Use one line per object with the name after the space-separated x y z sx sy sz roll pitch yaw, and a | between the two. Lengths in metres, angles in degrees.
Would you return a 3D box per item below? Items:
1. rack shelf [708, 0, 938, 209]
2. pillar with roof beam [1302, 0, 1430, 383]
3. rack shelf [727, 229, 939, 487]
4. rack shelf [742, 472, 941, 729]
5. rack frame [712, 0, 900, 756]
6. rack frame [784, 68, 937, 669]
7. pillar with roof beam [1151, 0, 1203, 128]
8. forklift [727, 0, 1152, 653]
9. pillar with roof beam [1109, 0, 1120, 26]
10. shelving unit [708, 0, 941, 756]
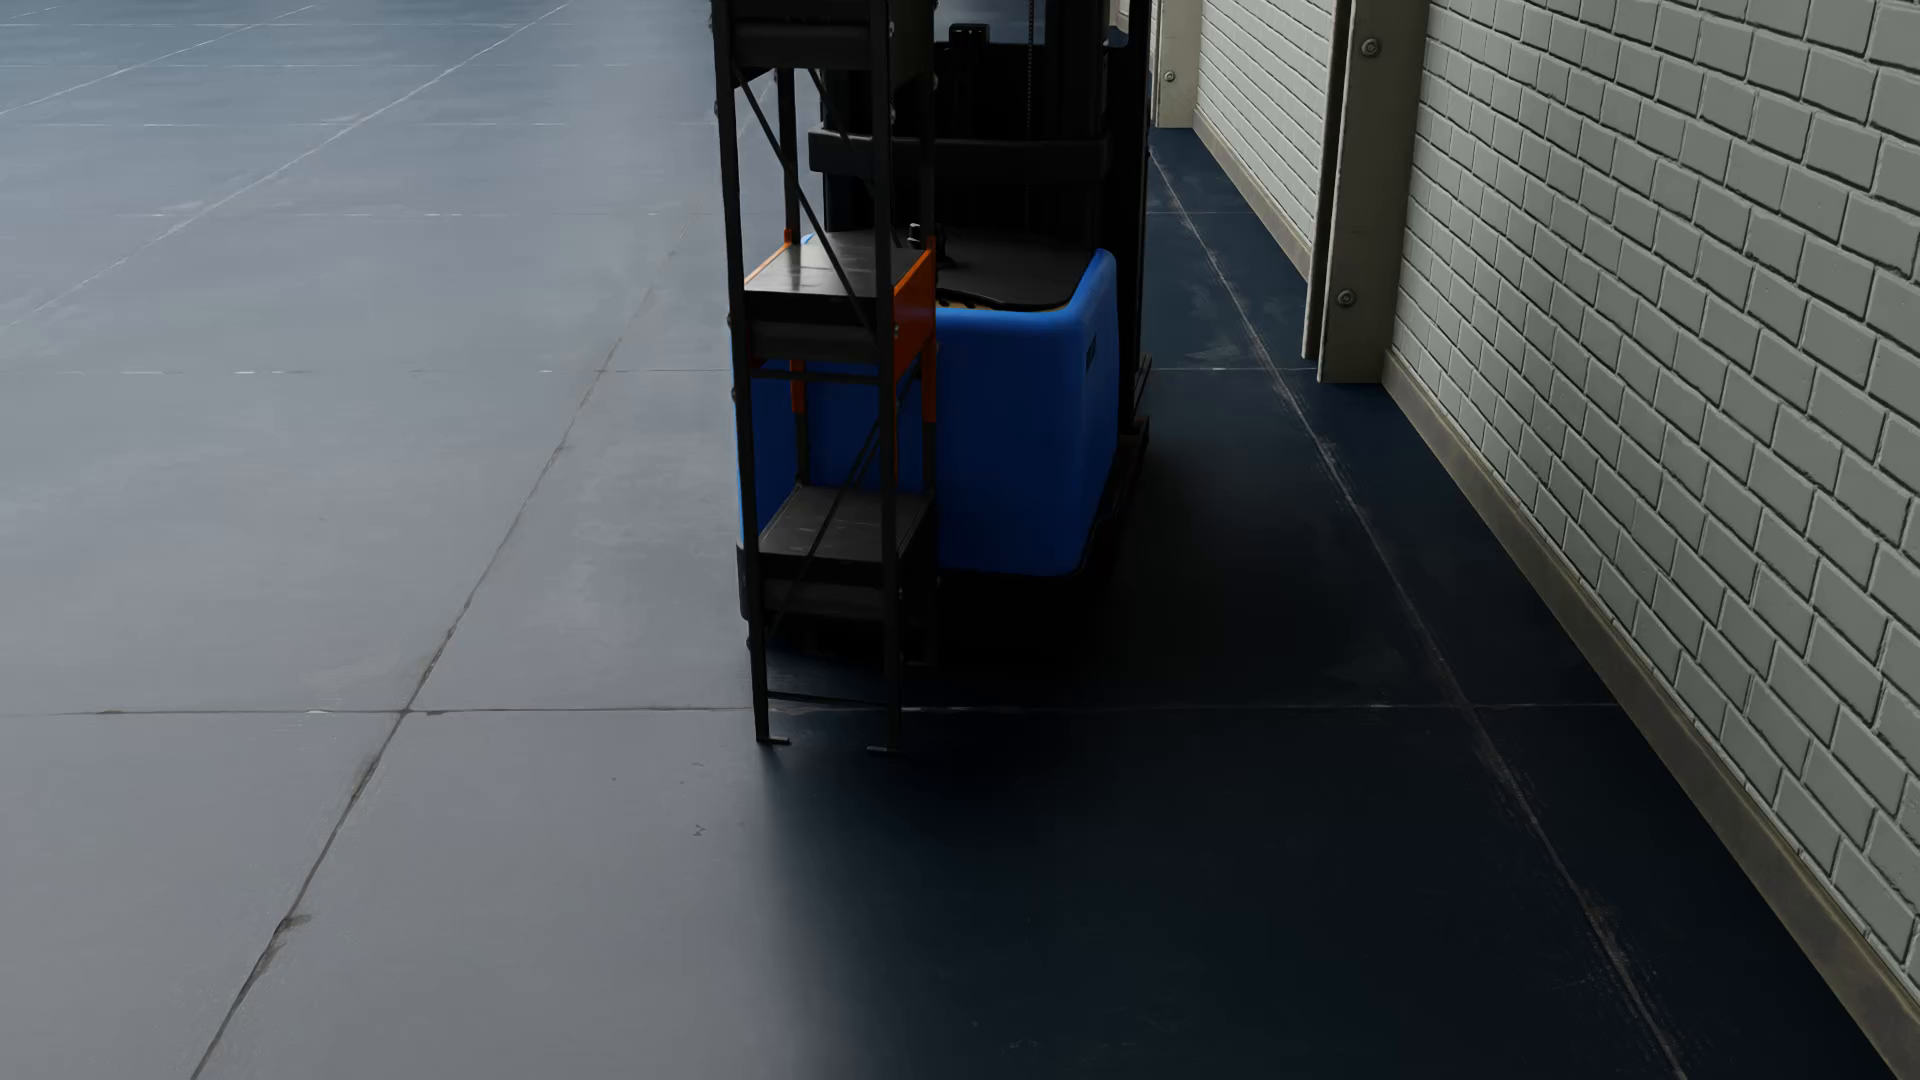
-0.313 -1.118 4.007 0.431 0.518 0.480 5 25 10 | rack shelf
-2.582 -4.849 5.552 9.100 9.000 0.400 0 24 -1 | pillar with roof beam
-0.313 -0.482 4.298 0.431 0.518 0.480 5 25 10 | rack shelf
-0.312 0.155 4.588 0.431 0.518 0.480 5 25 10 | rack shelf
-0.360 -0.395 4.074 0.400 2.100 0.015 5 25 10 | rack frame
-0.266 -0.593 4.510 0.400 2.100 0.015 5 25 10 | rack frame
-2.648 -7.322 11.019 9.100 9.000 0.400 0 24 -1 | pillar with roof beam
0.123 -1.587 5.702 1.130 2.935 3.031 5 25 10 | forklift
-2.713 -9.794 16.485 9.100 9.000 0.400 0 24 -1 | pillar with roof beam
-0.313 -0.494 4.292 0.431 2.100 0.503 5 25 10 | shelving unit
